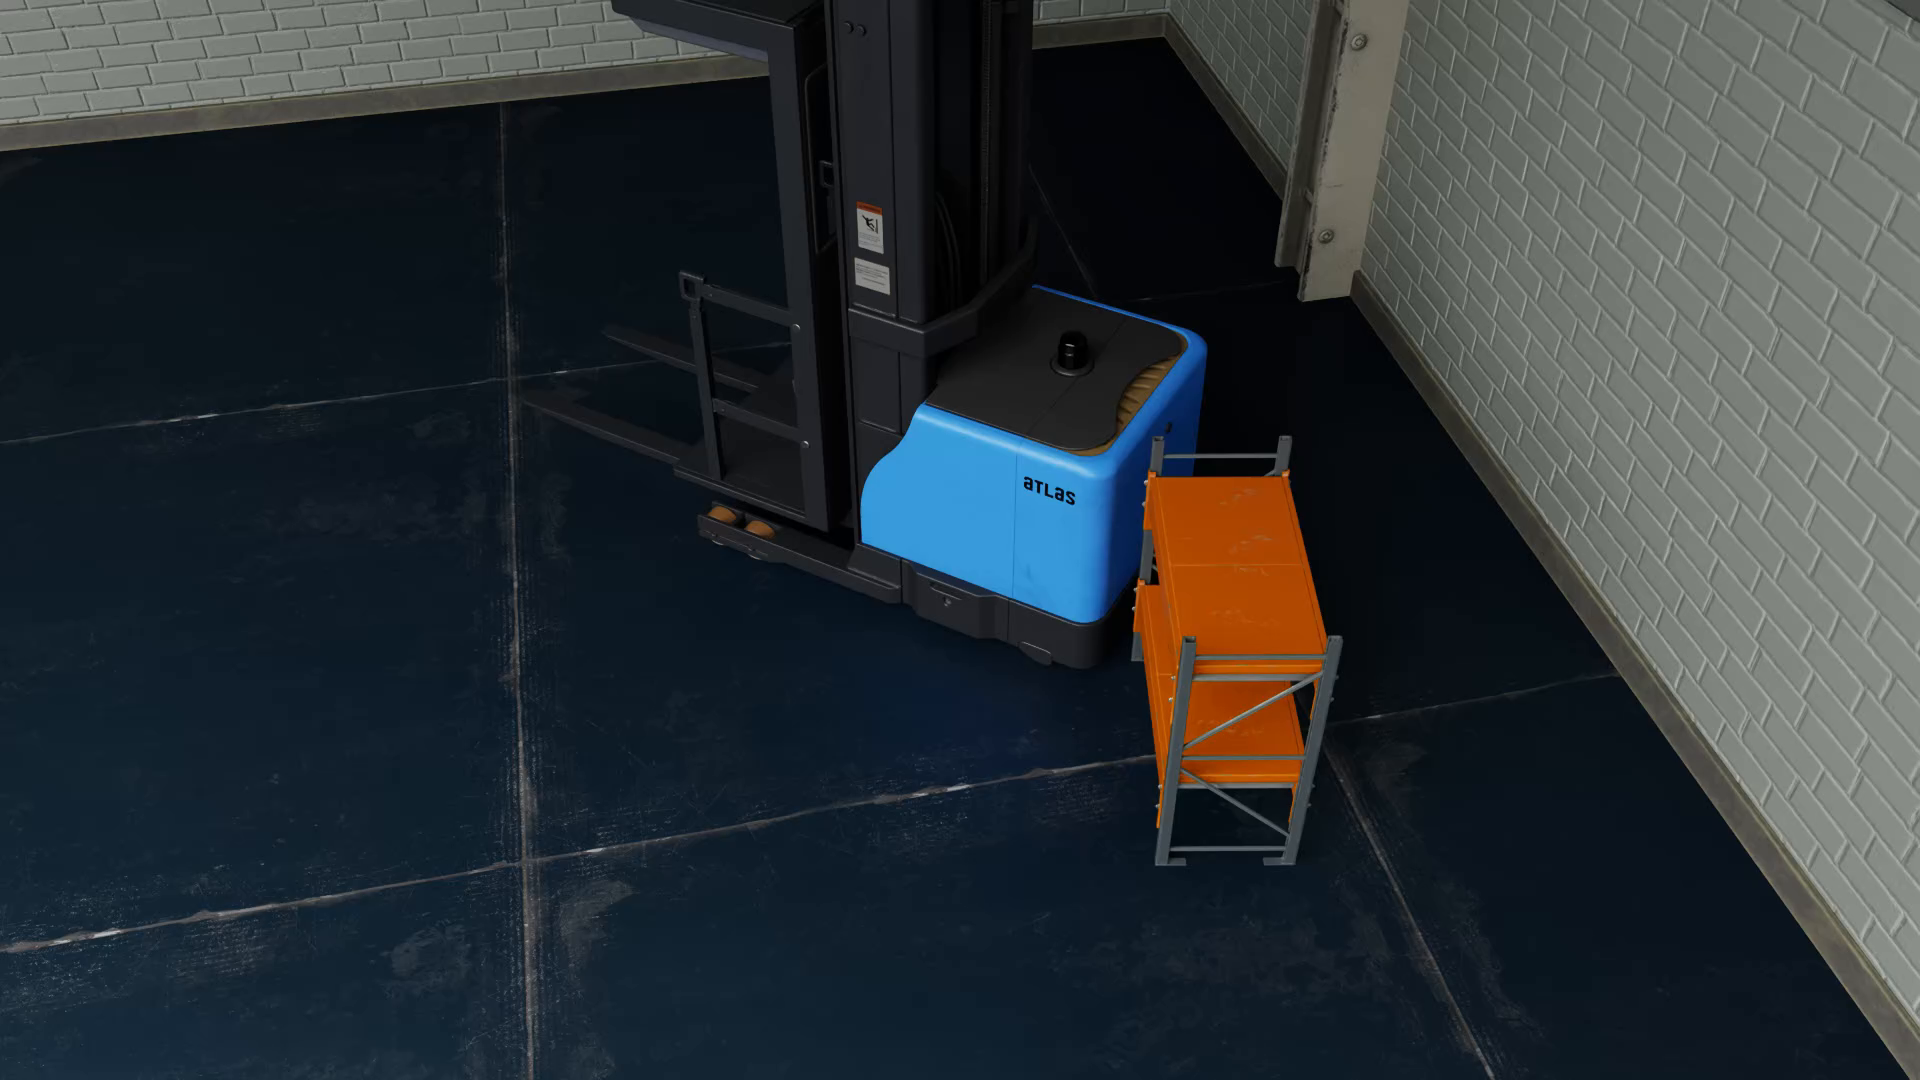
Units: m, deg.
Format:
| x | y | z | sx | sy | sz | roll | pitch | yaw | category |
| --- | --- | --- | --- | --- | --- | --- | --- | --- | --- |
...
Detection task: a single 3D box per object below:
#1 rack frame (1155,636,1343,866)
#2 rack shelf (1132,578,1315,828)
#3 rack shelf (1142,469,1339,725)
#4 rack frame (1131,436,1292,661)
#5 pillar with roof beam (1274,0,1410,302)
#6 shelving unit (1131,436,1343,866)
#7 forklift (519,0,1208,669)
| x | y | z | sx | sy | sz | roll | pitch | yaw | category |
| --- | --- | --- | --- | --- | --- | --- | --- | --- | --- |
| 0.948 | 0.732 | 5.578 | 0.500 | 1.125 | 0.032 | 0 | 42 | 0 | rack frame |
| 0.944 | 0.577 | 6.120 | 0.538 | 0.278 | 1.000 | 0 | 42 | 0 | rack shelf |
| 0.944 | 0.176 | 5.764 | 0.538 | 0.278 | 1.000 | 0 | 42 | 0 | rack shelf |
| 0.941 | 0.057 | 6.338 | 0.500 | 1.125 | 0.032 | 0 | 42 | 0 | rack frame |
| -2.325 | -4.138 | 5.133 | 9.100 | 9.000 | 0.400 | -8 | 42 | -9 | pillar with roof beam |
| 0.944 | 0.395 | 5.958 | 0.538 | 1.125 | 1.048 | 0 | 42 | 0 | shelving unit |
| -0.549 | -1.298 | 6.504 | 3.031 | 2.935 | 1.130 | 20 | 45 | 21 | forklift |
